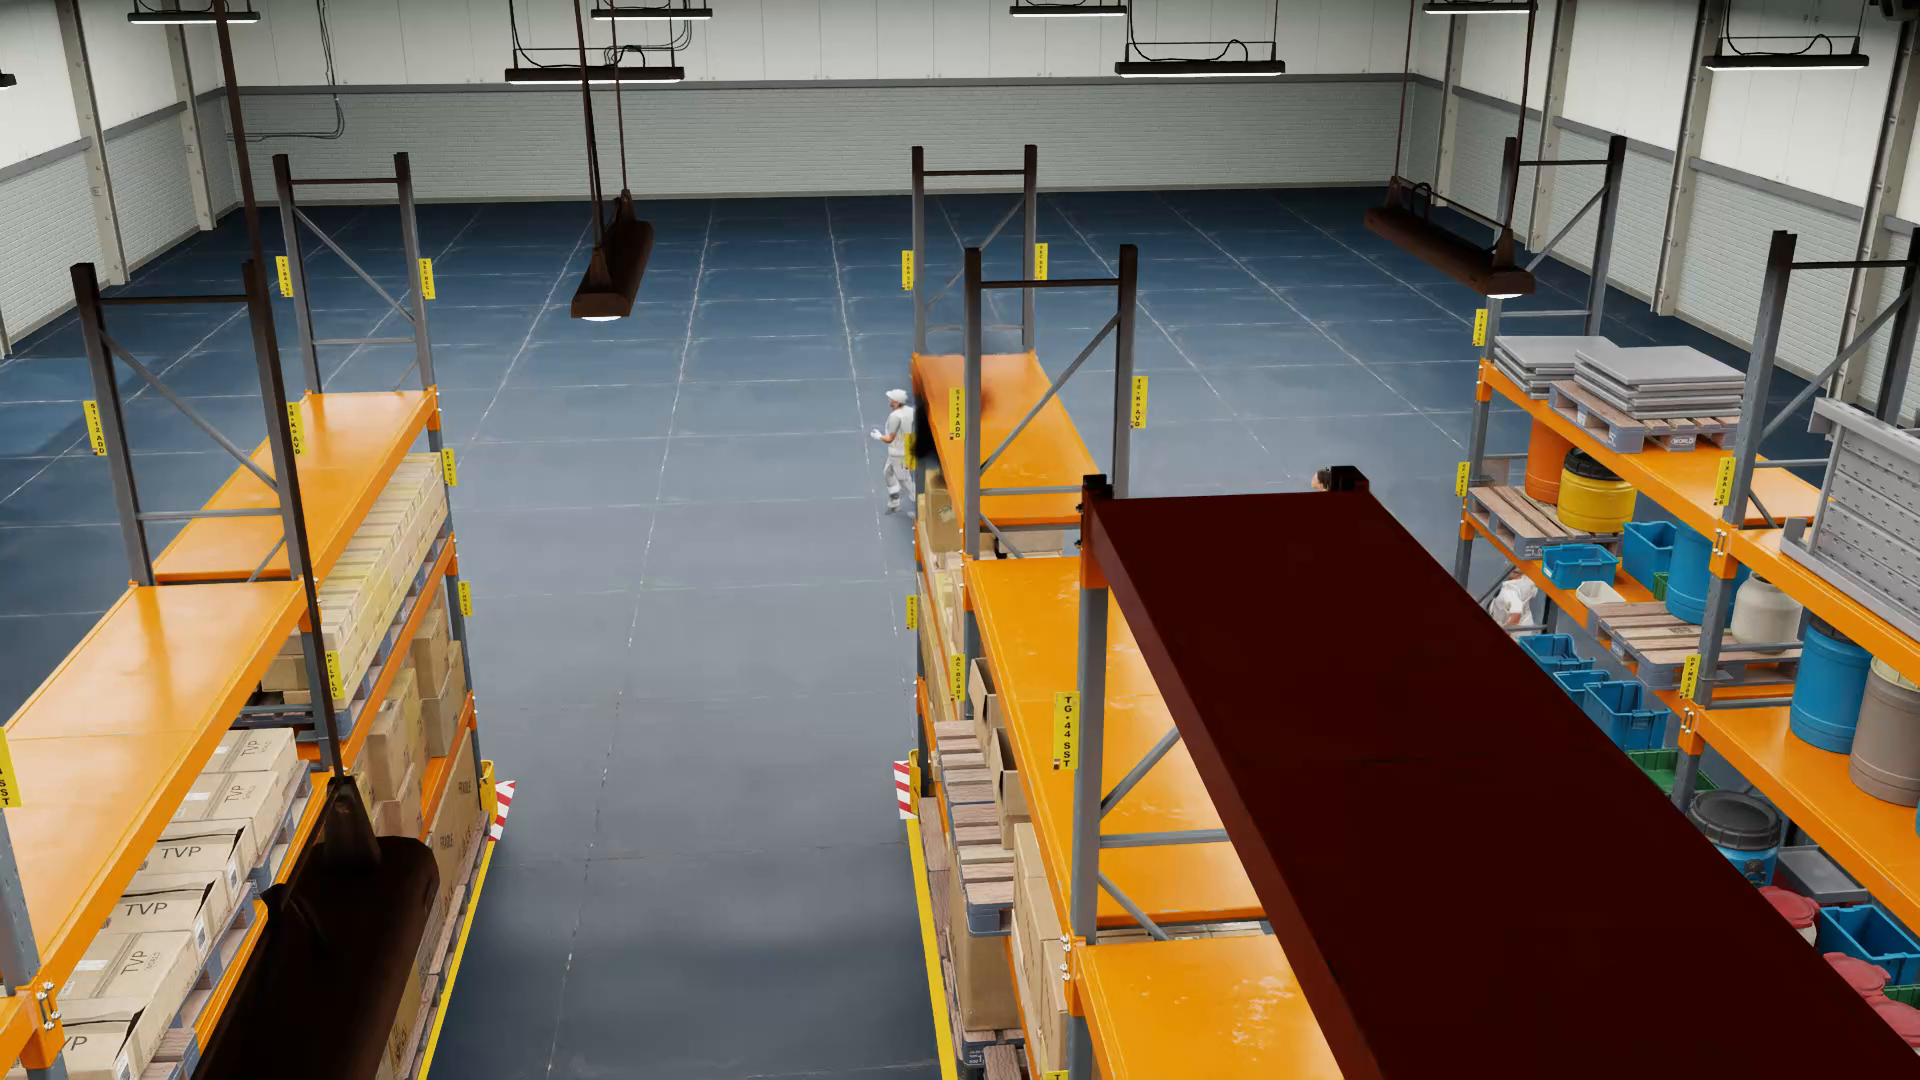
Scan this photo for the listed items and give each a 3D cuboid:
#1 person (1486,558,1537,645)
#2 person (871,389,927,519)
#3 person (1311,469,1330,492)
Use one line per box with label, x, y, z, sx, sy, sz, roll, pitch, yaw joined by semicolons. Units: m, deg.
person;5.557;0.948;16.845;0.896;1.773;0.733;19;28;39
person;-0.787;-1.110;22.050;0.783;1.845;0.639;6;22;16
person;4.166;-0.005;19.360;0.830;1.710;0.552;5;22;13
